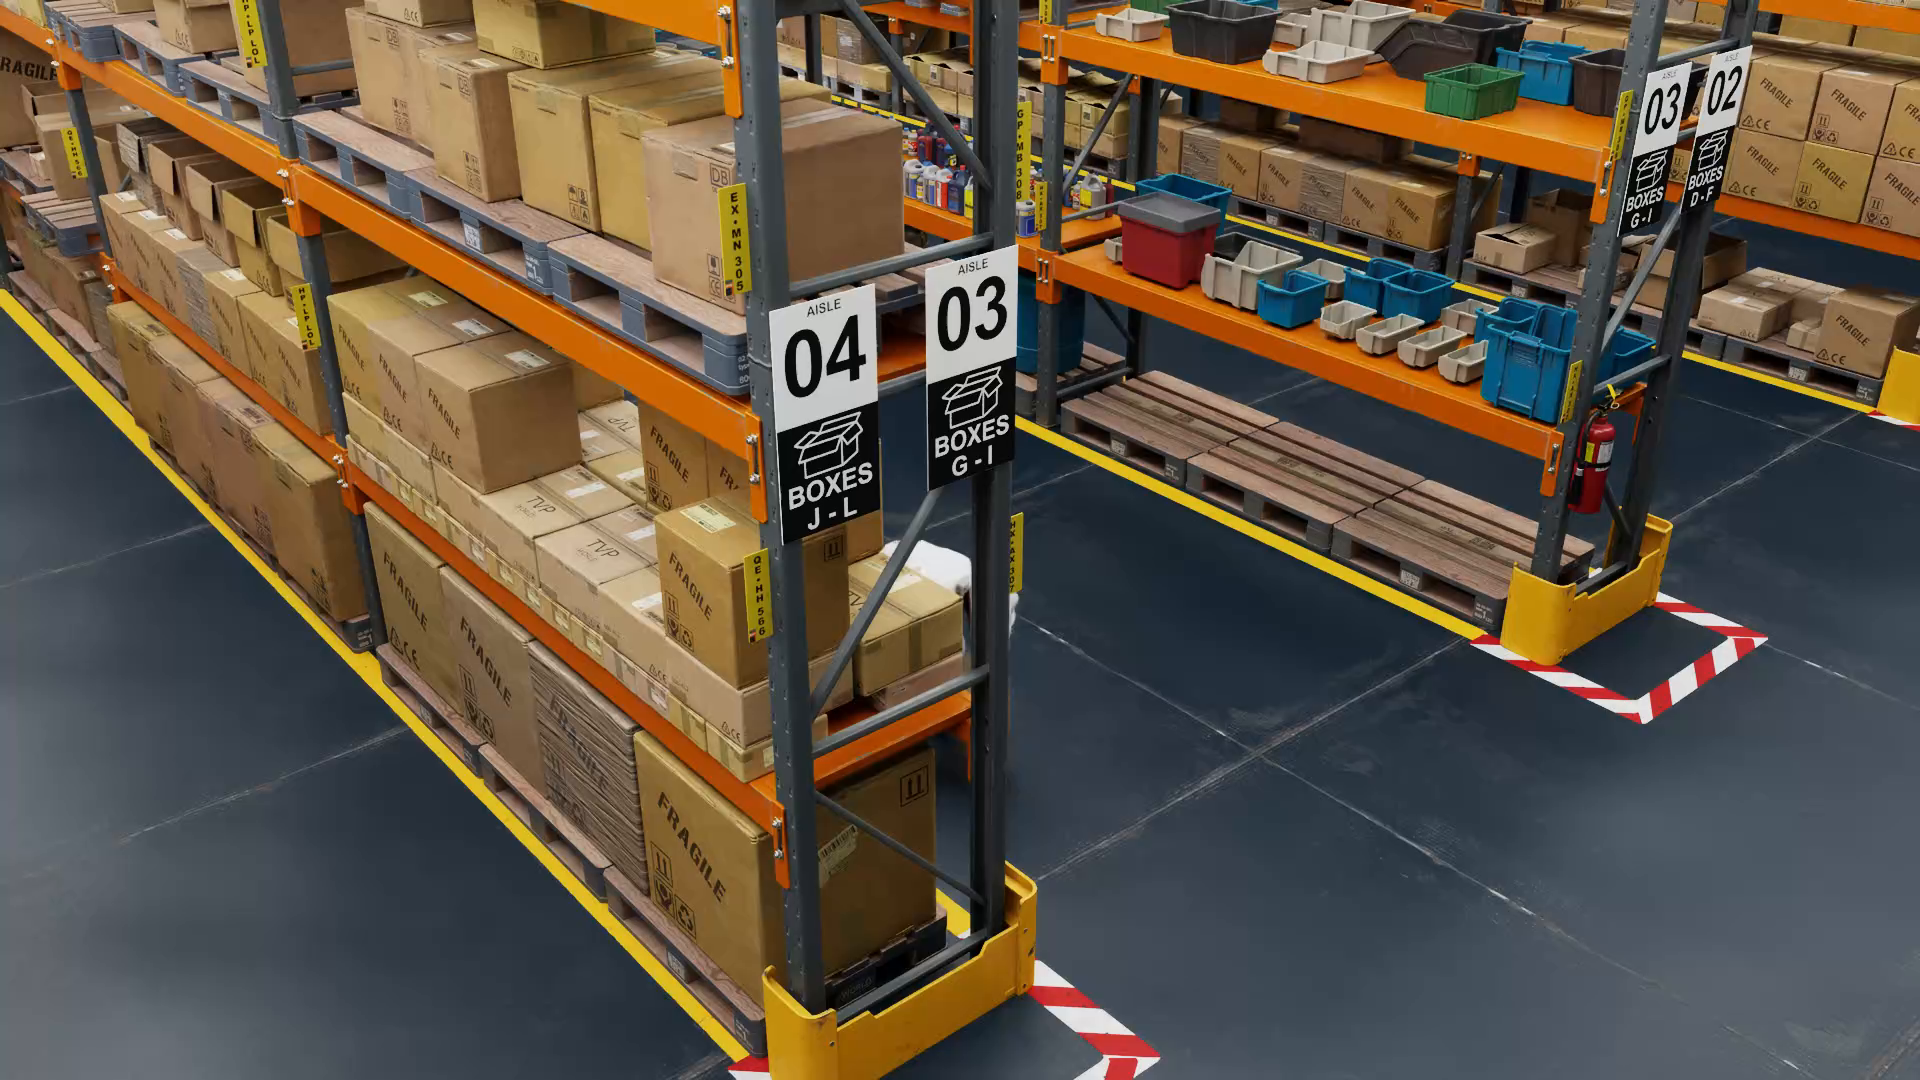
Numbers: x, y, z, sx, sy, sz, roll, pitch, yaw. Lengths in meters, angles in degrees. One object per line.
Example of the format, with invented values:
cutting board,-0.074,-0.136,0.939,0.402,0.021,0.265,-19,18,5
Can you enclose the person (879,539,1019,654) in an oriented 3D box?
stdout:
person,-0.099,0.546,8.227,0.493,1.154,0.976,-24,36,-37
